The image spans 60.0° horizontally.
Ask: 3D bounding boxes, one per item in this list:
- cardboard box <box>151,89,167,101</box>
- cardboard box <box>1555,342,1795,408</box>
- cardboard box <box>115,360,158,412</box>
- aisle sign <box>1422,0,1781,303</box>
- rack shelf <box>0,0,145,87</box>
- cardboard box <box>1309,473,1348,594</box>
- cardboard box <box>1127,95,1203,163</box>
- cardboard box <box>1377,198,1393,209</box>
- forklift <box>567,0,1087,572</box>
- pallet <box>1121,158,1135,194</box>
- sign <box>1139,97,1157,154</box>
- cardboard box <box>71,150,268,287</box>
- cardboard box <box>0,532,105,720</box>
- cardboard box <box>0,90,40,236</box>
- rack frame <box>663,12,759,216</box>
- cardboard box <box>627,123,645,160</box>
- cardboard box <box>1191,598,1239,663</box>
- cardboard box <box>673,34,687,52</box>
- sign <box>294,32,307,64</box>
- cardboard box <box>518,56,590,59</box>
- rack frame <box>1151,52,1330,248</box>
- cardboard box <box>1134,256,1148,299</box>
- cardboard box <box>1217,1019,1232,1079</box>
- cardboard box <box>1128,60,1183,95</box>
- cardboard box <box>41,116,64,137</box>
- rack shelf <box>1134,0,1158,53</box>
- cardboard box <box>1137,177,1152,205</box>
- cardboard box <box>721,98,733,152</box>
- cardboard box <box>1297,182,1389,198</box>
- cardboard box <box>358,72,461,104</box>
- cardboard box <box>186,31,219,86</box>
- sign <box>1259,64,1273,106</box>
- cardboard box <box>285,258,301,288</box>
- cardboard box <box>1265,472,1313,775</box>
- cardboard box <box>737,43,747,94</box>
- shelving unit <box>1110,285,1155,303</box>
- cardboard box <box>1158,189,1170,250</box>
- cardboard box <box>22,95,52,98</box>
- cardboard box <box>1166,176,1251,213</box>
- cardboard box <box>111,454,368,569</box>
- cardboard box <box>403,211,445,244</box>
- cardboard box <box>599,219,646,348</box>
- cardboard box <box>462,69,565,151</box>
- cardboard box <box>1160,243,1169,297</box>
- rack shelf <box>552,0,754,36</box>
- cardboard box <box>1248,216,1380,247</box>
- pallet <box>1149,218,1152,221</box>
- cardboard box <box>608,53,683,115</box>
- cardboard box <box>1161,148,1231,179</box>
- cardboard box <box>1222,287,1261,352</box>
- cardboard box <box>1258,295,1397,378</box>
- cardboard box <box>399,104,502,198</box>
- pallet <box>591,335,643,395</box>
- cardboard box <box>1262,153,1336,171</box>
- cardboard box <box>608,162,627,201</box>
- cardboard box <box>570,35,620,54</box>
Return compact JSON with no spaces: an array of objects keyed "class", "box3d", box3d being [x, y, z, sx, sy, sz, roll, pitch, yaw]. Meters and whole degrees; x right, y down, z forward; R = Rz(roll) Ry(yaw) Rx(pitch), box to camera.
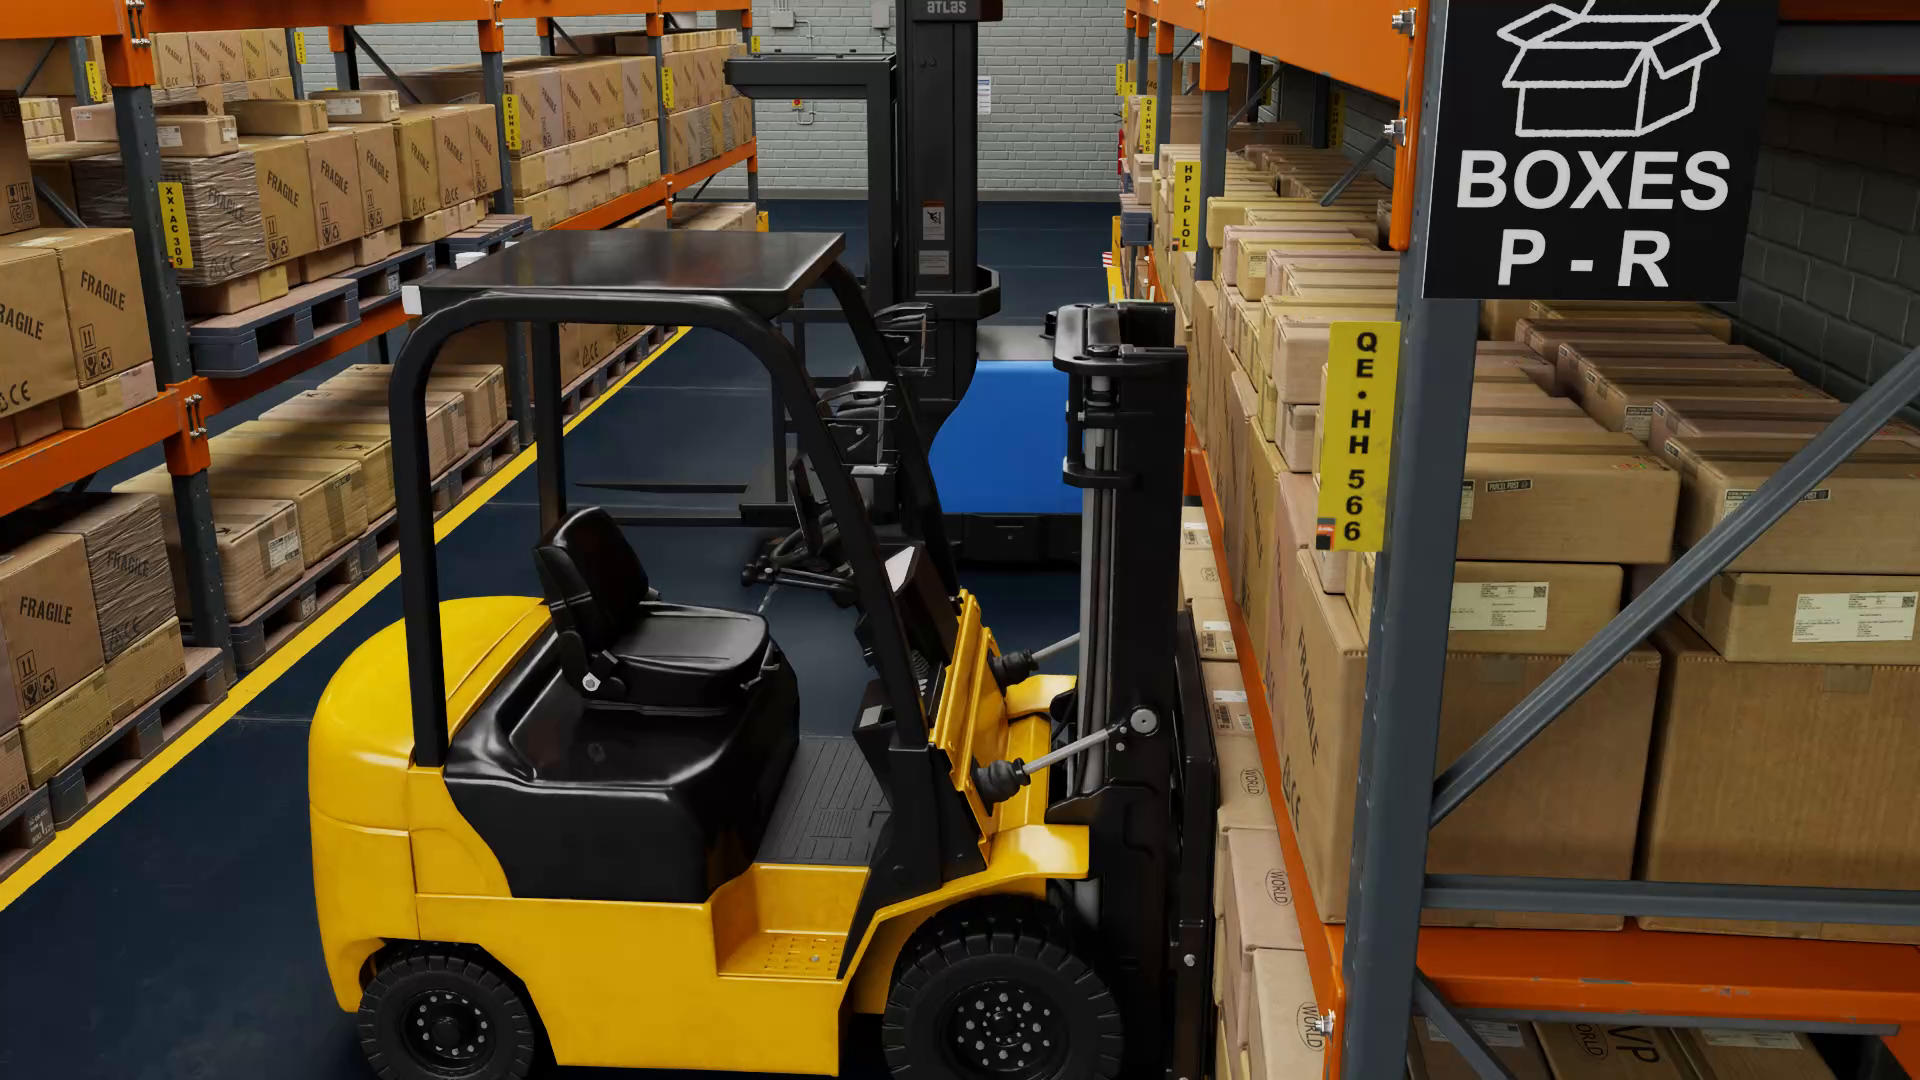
[{"class":"cardboard box","box3d":[-7.629,-3.867,15.268,0.500,0.500,0.500,1,18,4]},{"class":"cardboard box","box3d":[1.418,-0.296,3.329,0.380,0.149,0.250,1,18,4]},{"class":"cardboard box","box3d":[-3.293,-0.586,6.298,0.380,0.149,0.250,1,18,3]},{"class":"aisle sign","box3d":[0.793,-0.682,2.011,0.394,0.787,0.004,1,18,4]},{"class":"rack shelf","box3d":[-3.717,-1.274,4.333,1.077,0.370,4.000,1,18,4]},{"class":"cardboard box","box3d":[0.825,-0.010,2.933,0.380,0.149,0.250,2,18,5]},{"class":"cardboard box","box3d":[1.693,-3.289,13.308,0.700,0.500,0.500,2,18,5]},{"class":"cardboard box","box3d":[1.656,-1.094,5.763,0.380,0.149,0.250,1,18,4]},{"class":"forklift","box3d":[-0.623,-1.396,8.477,3.031,2.935,1.130,0,18,1]},{"class":"pallet","box3d":[1.785,-2.850,13.112,1.003,0.211,1.213,1,18,4]},{"class":"sign","box3d":[1.122,-2.466,9.901,0.100,0.325,0.005,1,18,4]},{"class":"cardboard box","box3d":[-3.254,-1.340,6.882,0.500,0.500,0.500,2,18,5]},{"class":"cardboard box","box3d":[-3.383,0.286,5.769,0.500,0.500,0.500,2,18,5]},{"class":"cardboard box","box3d":[-3.821,-1.344,5.964,0.700,0.500,0.500,1,18,3]},{"class":"rack frame","box3d":[-2.713,-4.539,17.958,1.000,3.000,0.127,1,18,4]},{"class":"cardboard box","box3d":[-2.818,-3.165,13.204,0.500,0.250,0.500,2,18,5]},{"class":"cardboard box","box3d":[0.959,0.386,5.063,0.500,0.250,0.500,2,18,6]},{"class":"cardboard box","box3d":[-2.661,-4.456,14.897,0.380,0.149,0.250,1,18,4]},{"class":"sign","box3d":[-7.106,-5.300,17.913,0.100,0.325,0.005,1,18,4]},{"class":"cardboard box","box3d":[-3.318,-3.689,13.598,0.500,0.500,0.500,1,18,5]},{"class":"rack frame","box3d":[1.664,-1.945,10.041,1.000,3.000,0.127,1,18,4]},{"class":"cardboard box","box3d":[1.692,-2.054,13.713,0.500,0.500,0.500,2,18,6]},{"class":"cardboard box","box3d":[0.854,1.340,3.758,0.500,0.250,0.500,1,18,4]},{"class":"cardboard box","box3d":[1.829,-4.255,15.650,0.500,0.500,0.500,2,18,5]},{"class":"cardboard box","box3d":[-7.776,-3.469,13.945,0.380,0.149,0.250,2,18,6]},{"class":"rack shelf","box3d":[1.808,-3.649,11.581,1.077,0.370,4.000,1,18,4]},{"class":"cardboard box","box3d":[1.329,-2.237,10.663,0.380,0.149,0.250,2,18,5]},{"class":"cardboard box","box3d":[-2.562,-4.115,16.504,0.500,0.500,0.500,2,18,6]},{"class":"cardboard box","box3d":[1.761,-1.557,7.656,0.380,0.149,0.250,1,18,3]},{"class":"cardboard box","box3d":[-3.511,-2.743,10.712,0.500,0.500,0.500,1,18,2]},{"class":"cardboard box","box3d":[-7.542,-4.651,16.056,0.500,0.500,0.500,1,18,2]},{"class":"sign","box3d":[2.505,-3.726,13.617,0.100,0.325,0.005,1,18,4]},{"class":"cardboard box","box3d":[-3.248,-1.224,7.570,0.380,0.149,0.250,2,18,7]},{"class":"cardboard box","box3d":[0.911,0.173,3.418,0.500,0.500,0.500,2,18,6]},{"class":"cardboard box","box3d":[-2.510,-4.907,17.314,0.500,0.500,0.500,2,18,6]},{"class":"shelving unit","box3d":[0.949,-0.765,9.236,0.258,1.200,0.503,1,21,-4]},{"class":"cardboard box","box3d":[1.296,-1.661,8.613,0.500,0.250,0.500,1,18,3]},{"class":"cardboard box","box3d":[-8.192,-3.721,14.824,0.500,0.500,0.500,1,18,4]},{"class":"cardboard box","box3d":[1.184,-1.651,7.941,0.380,0.149,0.250,1,18,2]},{"class":"cardboard box","box3d":[-3.490,-0.149,8.107,0.950,0.372,0.625,2,18,7]},{"class":"cardboard box","box3d":[-3.028,-1.700,9.022,0.380,0.149,0.250,2,18,5]},{"class":"cardboard box","box3d":[-3.022,-2.011,12.982,0.875,0.875,0.875,2,18,6]},{"class":"cardboard box","box3d":[-2.982,-2.879,11.126,0.500,0.500,0.500,1,18,4]},{"class":"cardboard box","box3d":[1.318,-1.425,8.695,0.500,0.250,0.500,1,18,2]},{"class":"rack shelf","box3d":[-2.857,-5.001,15.707,1.077,0.370,4.000,1,18,4]},{"class":"cardboard box","box3d":[1.121,-0.945,5.308,0.380,0.149,0.250,1,18,3]},{"class":"pallet","box3d":[1.799,-2.458,11.914,1.003,0.211,1.213,1,18,4]},{"class":"cardboard box","box3d":[-2.724,-3.962,14.430,0.500,0.500,0.500,1,18,4]},{"class":"cardboard box","box3d":[1.330,-2.125,9.389,0.380,0.149,0.250,2,18,5]},{"class":"cardboard box","box3d":[0.972,-0.647,4.877,0.380,0.149,0.250,1,18,3]},{"class":"cardboard box","box3d":[0.898,-0.472,3.866,0.380,0.149,0.250,2,18,5]},{"class":"cardboard box","box3d":[-3.042,-2.295,9.798,0.500,0.500,0.500,1,18,2]},{"class":"pallet","box3d":[-3.065,-1.350,12.705,1.003,0.211,1.213,1,18,4]},{"class":"cardboard box","box3d":[1.856,-2.032,9.105,0.380,0.149,0.250,1,18,4]},{"class":"cardboard box","box3d":[-2.874,-2.766,12.788,0.500,0.250,0.500,1,18,2]},{"class":"cardboard box","box3d":[-3.168,-4.310,14.451,0.380,0.149,0.250,2,18,5]}]
